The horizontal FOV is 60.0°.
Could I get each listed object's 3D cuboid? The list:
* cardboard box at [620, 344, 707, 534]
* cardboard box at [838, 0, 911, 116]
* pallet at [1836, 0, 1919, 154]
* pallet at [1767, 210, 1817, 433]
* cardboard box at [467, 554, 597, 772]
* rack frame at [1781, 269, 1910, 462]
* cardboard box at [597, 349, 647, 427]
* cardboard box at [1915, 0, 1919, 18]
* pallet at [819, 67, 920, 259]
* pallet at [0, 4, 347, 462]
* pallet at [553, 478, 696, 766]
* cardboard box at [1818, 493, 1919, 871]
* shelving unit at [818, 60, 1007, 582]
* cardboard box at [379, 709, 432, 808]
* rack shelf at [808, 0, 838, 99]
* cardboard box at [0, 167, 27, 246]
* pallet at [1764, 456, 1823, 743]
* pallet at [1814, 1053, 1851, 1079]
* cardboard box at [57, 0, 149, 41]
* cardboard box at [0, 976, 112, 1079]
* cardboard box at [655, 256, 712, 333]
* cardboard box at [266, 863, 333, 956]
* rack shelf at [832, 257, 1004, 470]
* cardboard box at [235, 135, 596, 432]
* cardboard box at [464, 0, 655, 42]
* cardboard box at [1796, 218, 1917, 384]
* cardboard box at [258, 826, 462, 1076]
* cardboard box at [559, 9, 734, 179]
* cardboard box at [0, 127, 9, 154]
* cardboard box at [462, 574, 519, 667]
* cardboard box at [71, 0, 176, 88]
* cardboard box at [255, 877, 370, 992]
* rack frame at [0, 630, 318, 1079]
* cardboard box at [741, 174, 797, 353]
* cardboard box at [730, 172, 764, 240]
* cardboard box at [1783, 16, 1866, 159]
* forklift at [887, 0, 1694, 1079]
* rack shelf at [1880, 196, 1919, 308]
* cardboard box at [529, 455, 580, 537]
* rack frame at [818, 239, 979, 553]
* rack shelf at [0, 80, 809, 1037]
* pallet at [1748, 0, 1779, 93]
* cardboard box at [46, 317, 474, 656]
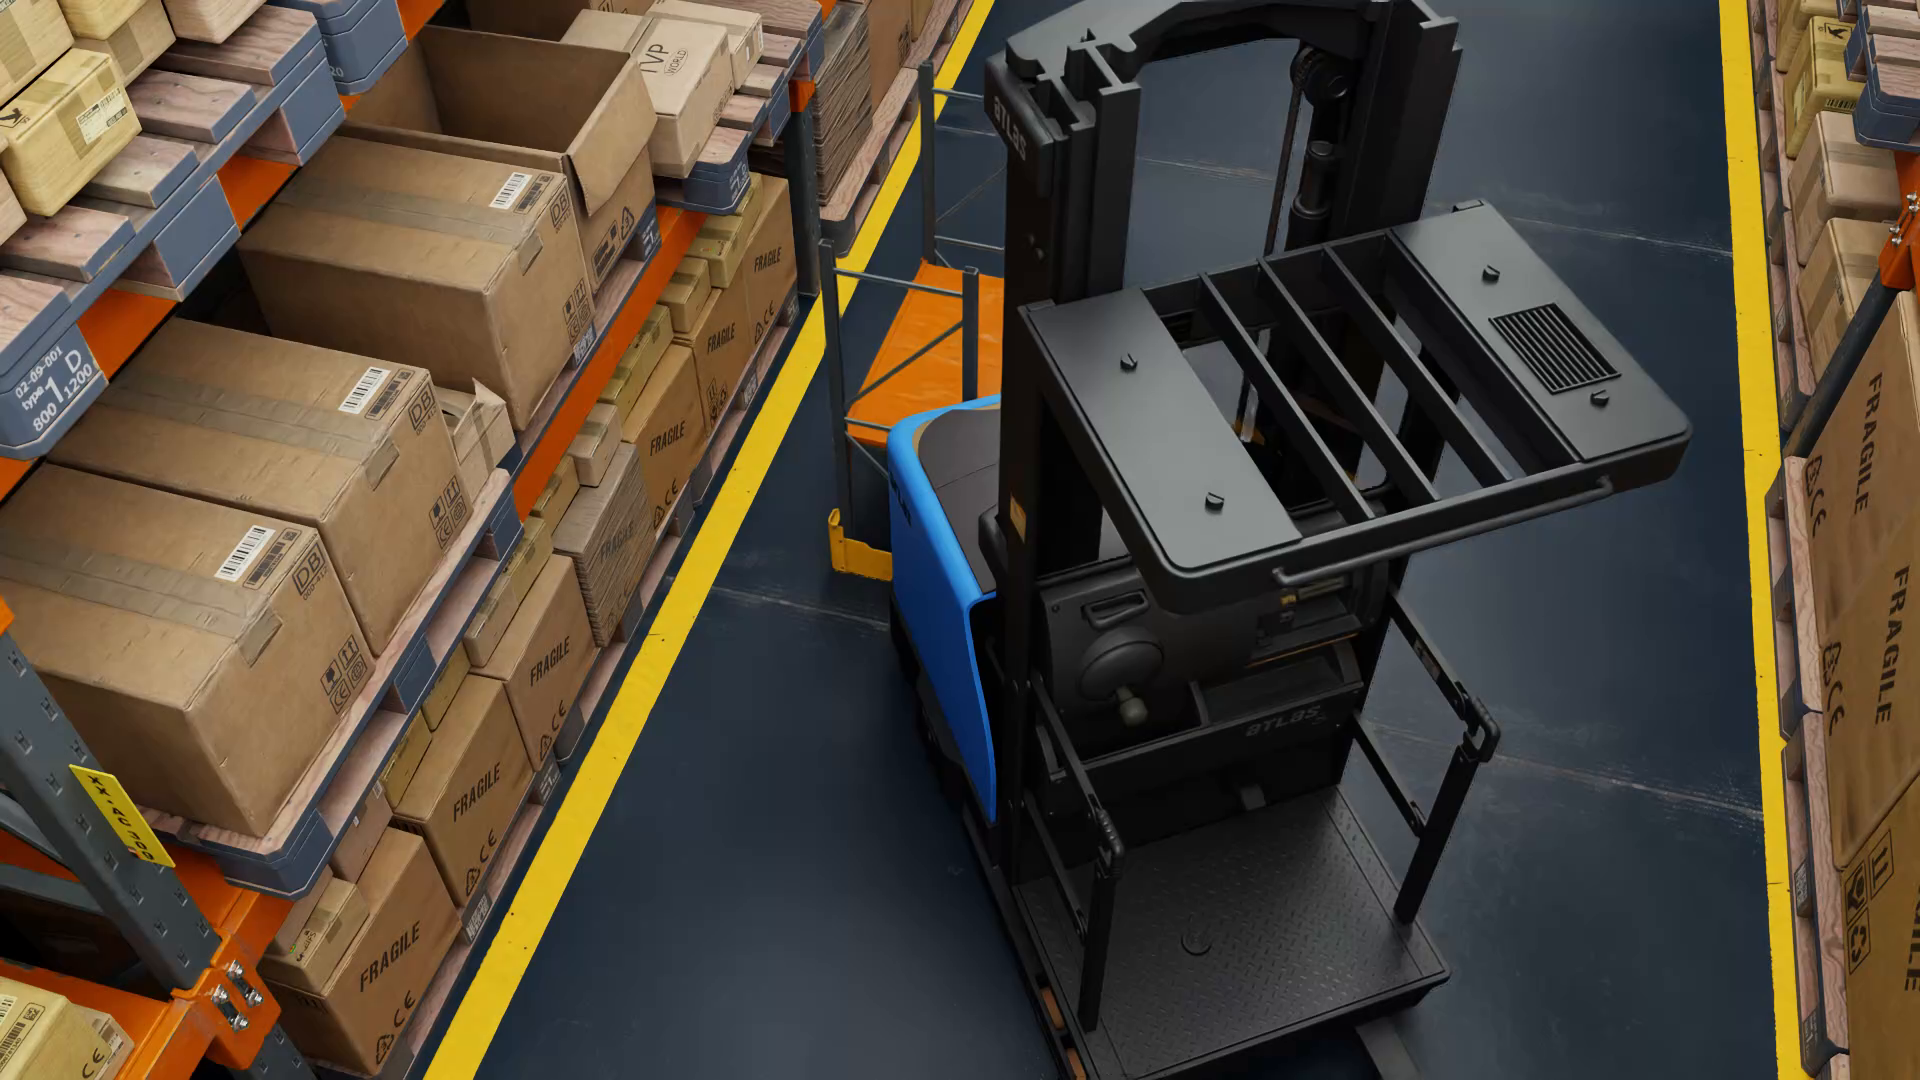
[{"bbox_3d":[-1.265,-0.399,5.988,0.500,0.500,0.500,14,50,12],"label":"cardboard box"},{"bbox_3d":[-0.742,-2.450,7.715,0.875,0.625,0.625,13,50,11],"label":"cardboard box"},{"bbox_3d":[3.790,-1.670,5.852,1.213,0.211,1.003,12,50,10],"label":"pallet"},{"bbox_3d":[3.913,-0.840,6.850,1.003,0.211,1.213,12,50,10],"label":"pallet"},{"bbox_3d":[-1.526,0.355,5.324,0.500,0.500,0.500,10,49,9],"label":"cardboard box"},{"bbox_3d":[3.705,-1.197,5.306,1.000,3.000,0.127,12,50,10],"label":"rack frame"},{"bbox_3d":[-1.302,-0.546,5.685,0.380,0.149,0.250,11,49,9],"label":"cardboard box"},{"bbox_3d":[3.589,-1.936,5.845,0.380,0.149,0.250,11,50,10],"label":"cardboard box"},{"bbox_3d":[-0.830,-1.839,7.732,1.003,0.211,1.213,12,50,10],"label":"pallet"},{"bbox_3d":[-1.898,-0.669,2.965,1.213,0.211,1.003,12,50,10],"label":"pallet"},{"bbox_3d":[-1.640,0.161,5.967,1.003,0.211,1.213,12,50,10],"label":"pallet"},{"bbox_3d":[3.205,0.494,4.950,0.875,0.875,0.875,12,50,10],"label":"cardboard box"},{"bbox_3d":[-0.044,-0.716,5.881,0.587,1.500,1.083,13,50,11],"label":"shelving unit"},{"bbox_3d":[-1.731,0.582,4.690,0.380,0.149,0.250,9,49,8],"label":"cardboard box"},{"bbox_3d":[-0.558,-3.383,7.715,1.077,0.370,4.000,12,50,10],"label":"rack shelf"},{"bbox_3d":[-1.675,-0.500,2.511,0.380,0.149,0.250,12,50,11],"label":"cardboard box"},{"bbox_3d":[3.425,0.281,5.861,1.003,0.211,1.213,12,50,10],"label":"pallet"},{"bbox_3d":[2.783,2.046,4.304,1.003,0.211,1.213,12,50,10],"label":"pallet"},{"bbox_3d":[-1.526,-0.972,2.729,0.380,0.149,0.250,11,49,9],"label":"cardboard box"},{"bbox_3d":[-2.036,1.087,3.192,0.500,0.250,0.500,13,50,11],"label":"cardboard box"},{"bbox_3d":[-1.124,-0.908,6.005,0.380,0.149,0.250,10,49,9],"label":"cardboard box"},{"bbox_3d":[-1.844,0.875,4.233,0.380,0.149,0.250,11,49,9],"label":"cardboard box"},{"bbox_3d":[-0.041,-0.603,6.022,0.538,0.185,1.000,13,50,11],"label":"rack shelf"},{"bbox_3d":[-1.451,-0.701,4.521,0.700,0.500,0.500,11,50,10],"label":"cardboard box"},{"bbox_3d":[-1.370,-2.005,5.672,0.500,0.500,0.500,14,50,12],"label":"cardboard box"},{"bbox_3d":[3.864,-0.873,6.493,0.950,0.372,0.625,9,49,7],"label":"cardboard box"},{"bbox_3d":[-1.793,1.102,4.664,0.500,0.500,0.500,14,50,12],"label":"cardboard box"},{"bbox_3d":[-1.050,-1.436,5.337,0.500,0.250,0.500,9,49,8],"label":"cardboard box"},{"bbox_3d":[-1.635,-0.590,2.392,0.380,0.149,0.250,13,50,11],"label":"cardboard box"},{"bbox_3d":[-1.570,0.208,5.020,0.380,0.149,0.250,11,50,10],"label":"cardboard box"},{"bbox_3d":[-1.601,-0.883,2.849,0.380,0.149,0.250,12,50,10],"label":"cardboard box"},{"bbox_3d":[-1.786,0.986,4.334,0.380,0.149,0.250,14,50,12],"label":"cardboard box"},{"bbox_3d":[-2.137,0.719,3.615,1.000,3.000,0.127,12,50,10],"label":"rack frame"},{"bbox_3d":[-0.988,-1.138,6.641,0.500,0.500,0.500,13,50,11],"label":"cardboard box"},{"bbox_3d":[-0.970,-1.293,6.345,0.380,0.149,0.250,9,49,8],"label":"cardboard box"},{"bbox_3d":[4.255,-1.956,7.448,0.950,0.372,0.625,13,50,11],"label":"cardboard box"},{"bbox_3d":[0.726,0.292,4.038,1.130,2.935,3.031,-15,50,-13],"label":"forklift"},{"bbox_3d":[3.179,0.487,4.299,1.077,0.370,4.000,12,50,10],"label":"rack shelf"},{"bbox_3d":[-1.460,-0.172,5.356,0.380,0.149,0.250,12,50,10],"label":"cardboard box"},{"bbox_3d":[-0.187,-0.357,5.565,0.500,1.500,0.032,13,50,11],"label":"rack frame"},{"bbox_3d":[-1.611,-0.489,5.161,1.077,0.370,4.000,12,50,10],"label":"rack shelf"},{"bbox_3d":[4.555,-2.604,8.408,1.003,0.211,1.213,12,50,10],"label":"pallet"},{"bbox_3d":[-1.658,-0.133,4.020,0.700,0.500,0.500,12,50,10],"label":"cardboard box"}]
